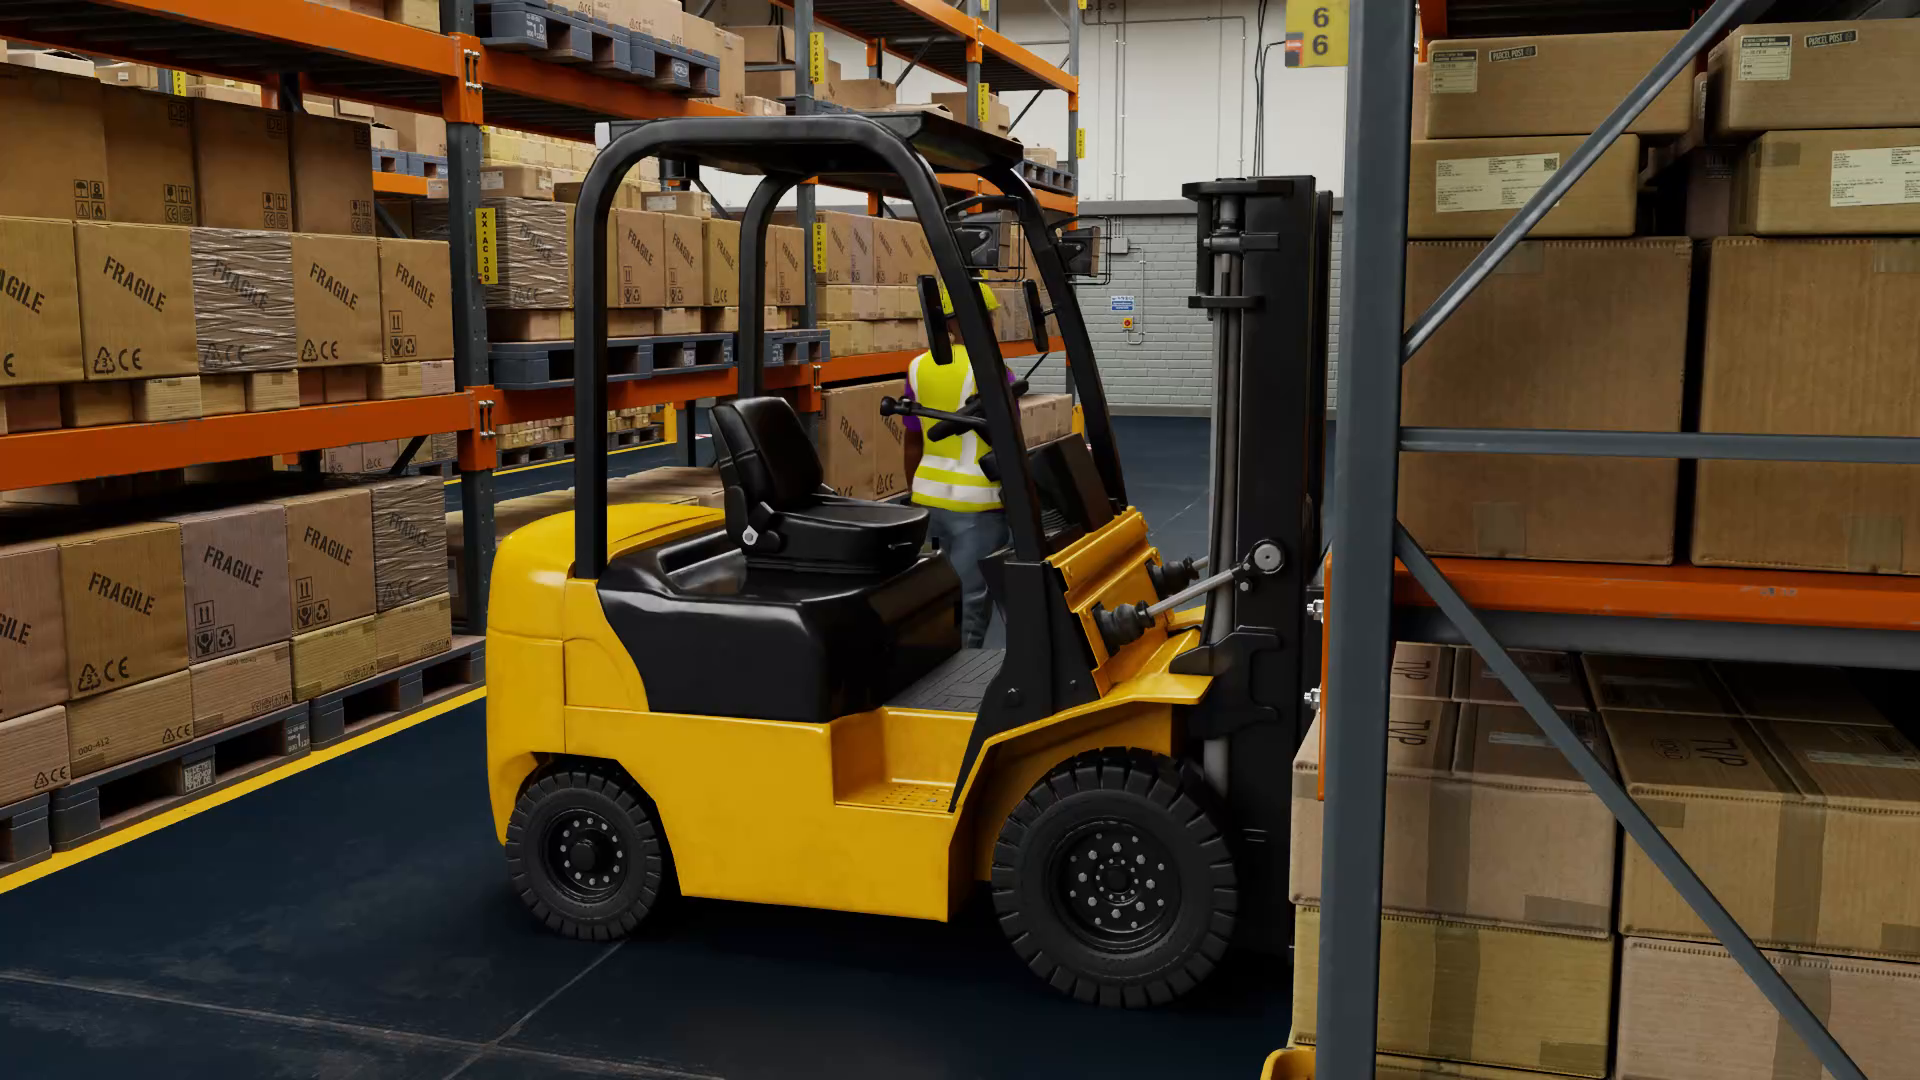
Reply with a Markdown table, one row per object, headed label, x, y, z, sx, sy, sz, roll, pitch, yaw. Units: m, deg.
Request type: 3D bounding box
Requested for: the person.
| label | x | y | z | sx | sy | sz | roll | pitch | yaw |
| --- | --- | --- | --- | --- | --- | --- | --- | --- | --- |
| person | 0.018 | -0.119 | 6.408 | 0.463 | 1.764 | 0.677 | -7 | 11 | -40 |
